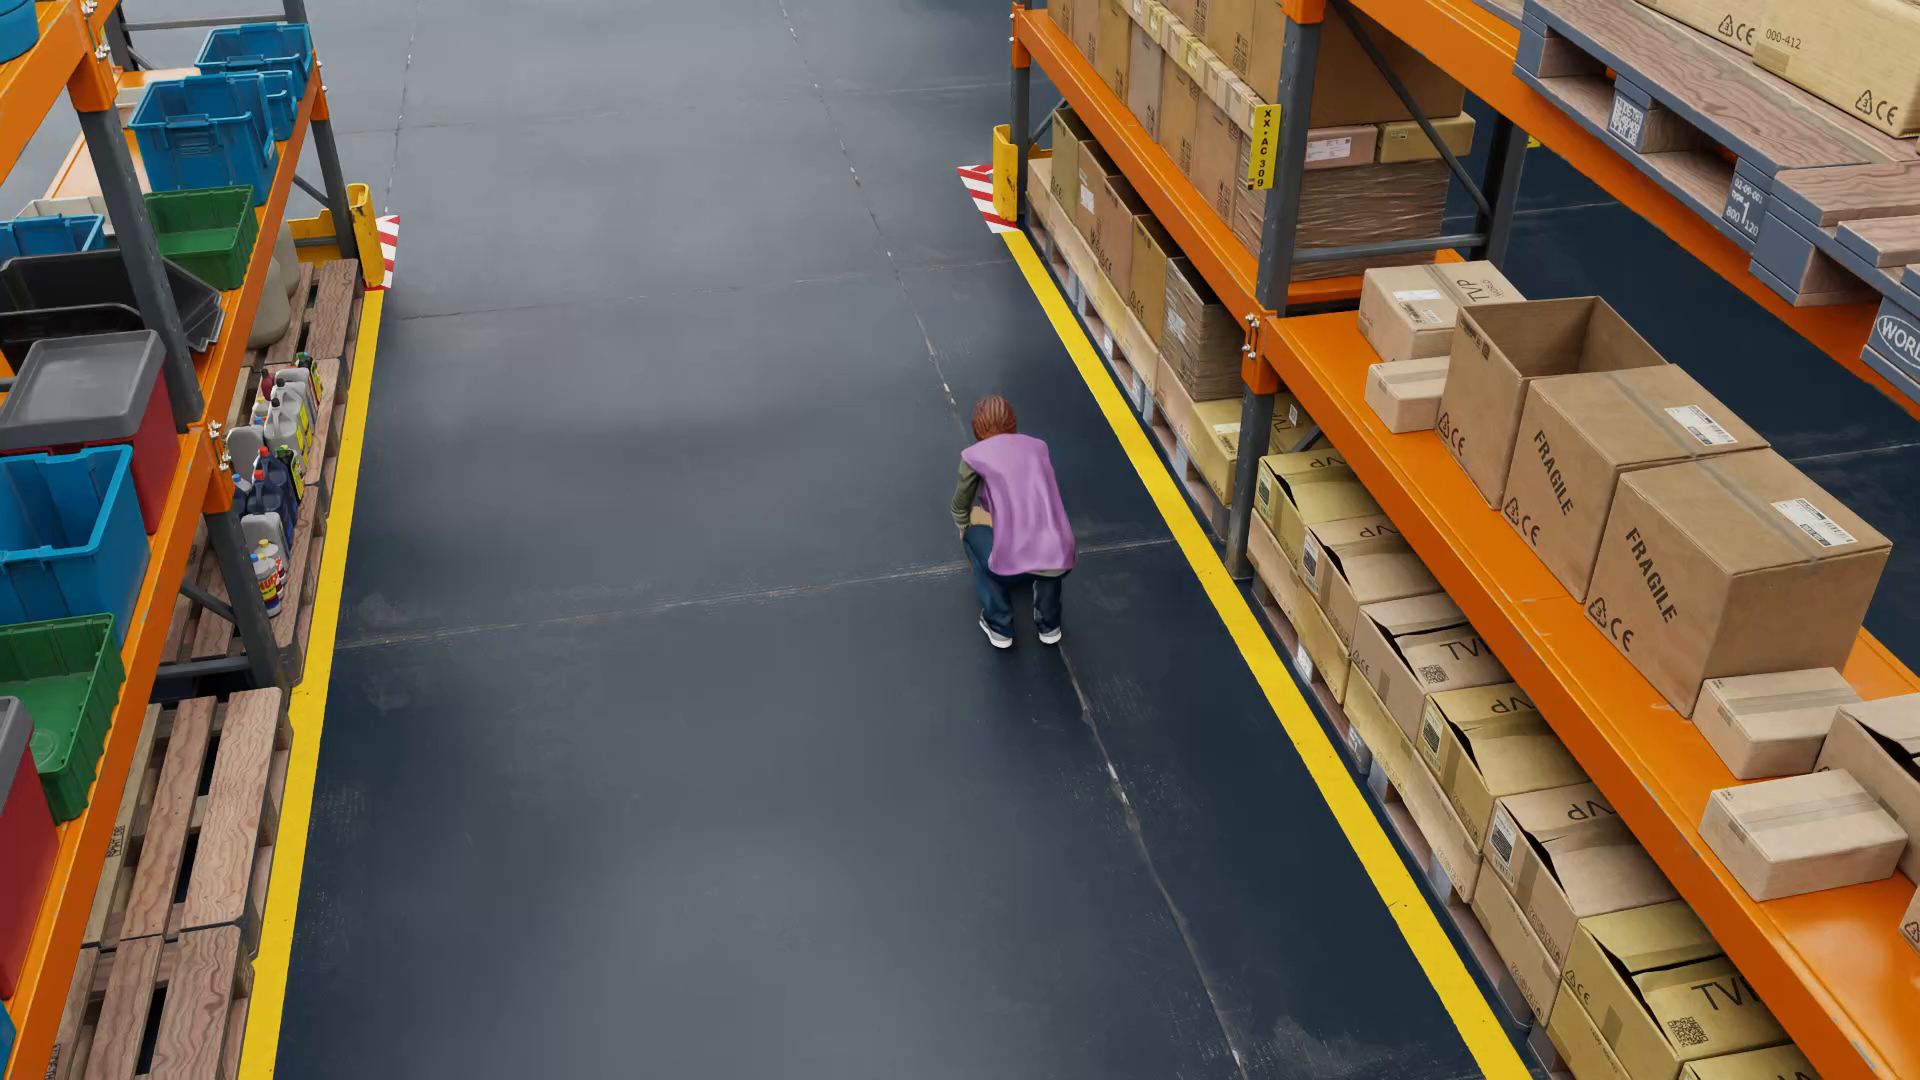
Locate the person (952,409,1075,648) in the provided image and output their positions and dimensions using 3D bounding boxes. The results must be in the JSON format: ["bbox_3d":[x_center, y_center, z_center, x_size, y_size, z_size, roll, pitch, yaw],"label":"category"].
[{"bbox_3d":[0.222,-0.020,6.858,0.442,0.829,0.809,-5,35,-8],"label":"person"}]
